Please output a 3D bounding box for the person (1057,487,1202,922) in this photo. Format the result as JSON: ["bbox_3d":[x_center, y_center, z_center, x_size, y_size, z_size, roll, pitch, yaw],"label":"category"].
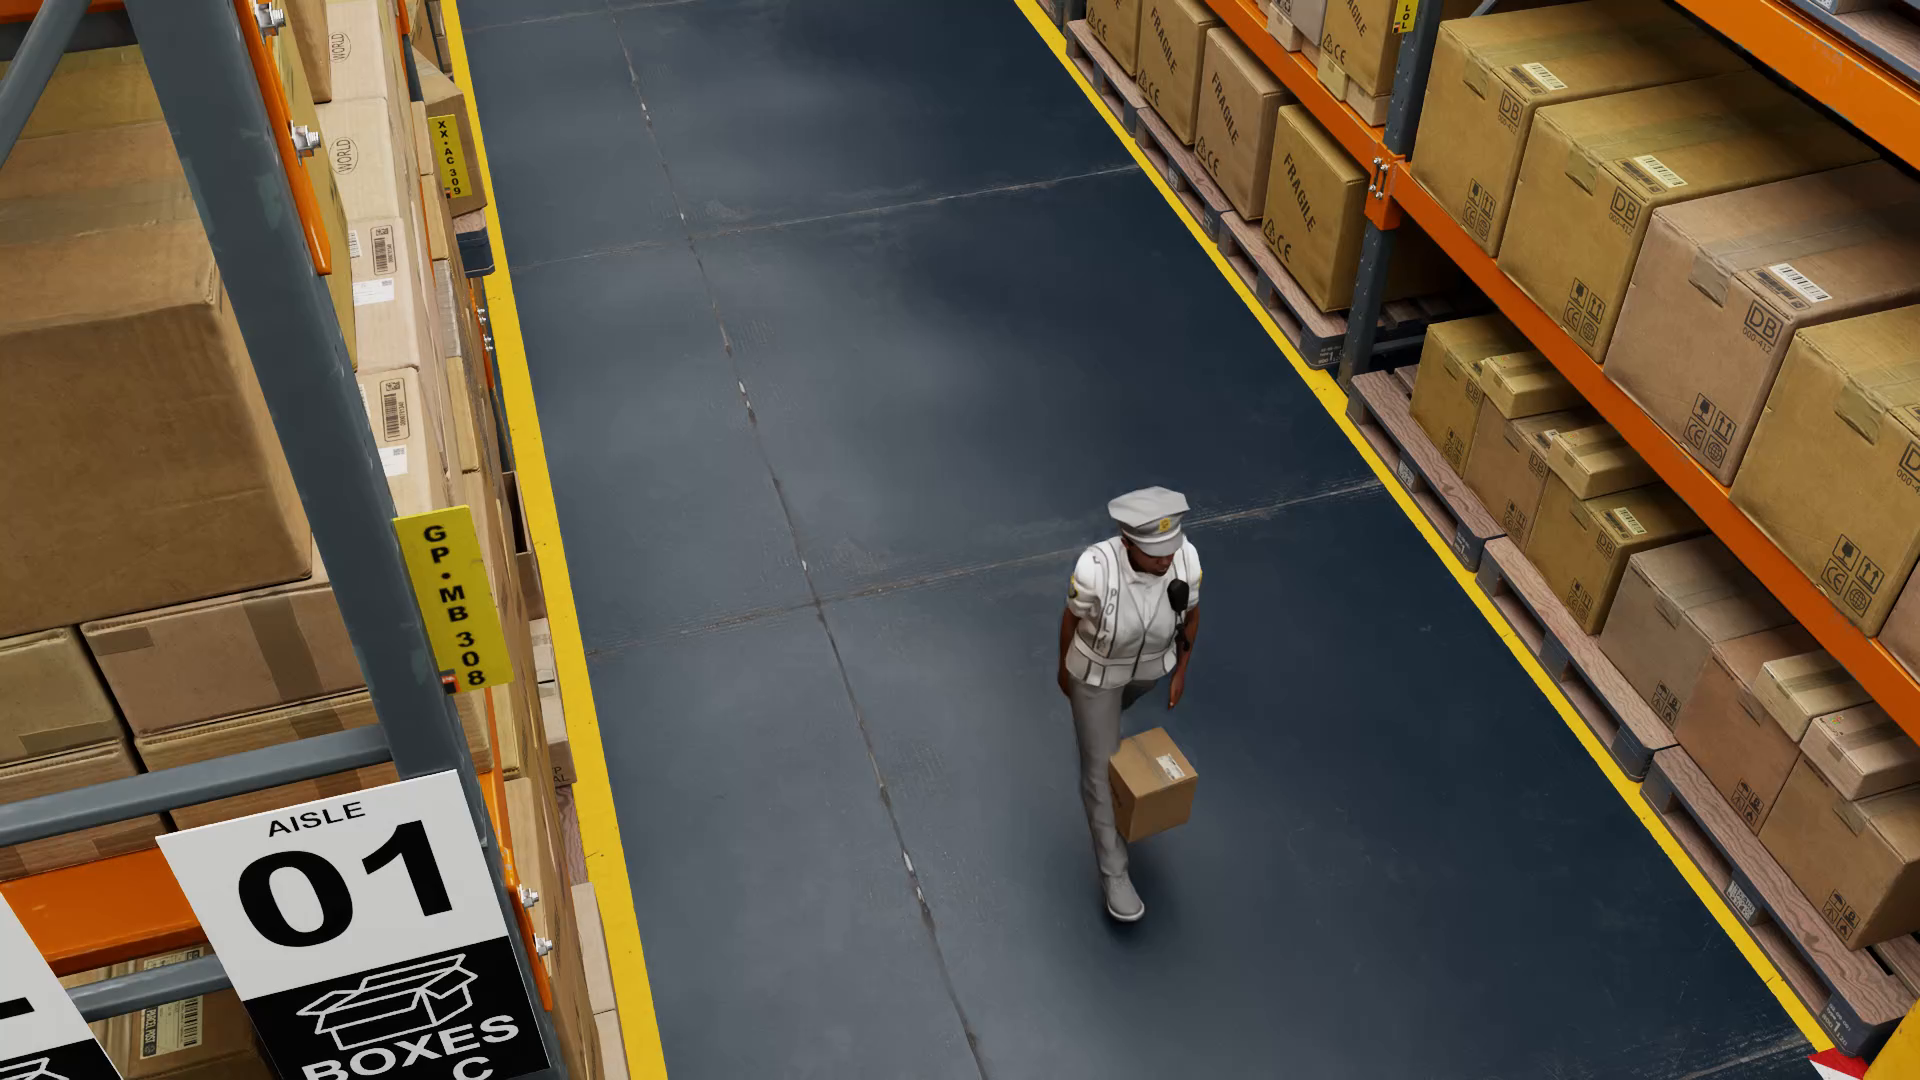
[{"bbox_3d":[0.596,0.447,5.669,0.462,1.611,1.023,-12,44,-13],"label":"person"}]
